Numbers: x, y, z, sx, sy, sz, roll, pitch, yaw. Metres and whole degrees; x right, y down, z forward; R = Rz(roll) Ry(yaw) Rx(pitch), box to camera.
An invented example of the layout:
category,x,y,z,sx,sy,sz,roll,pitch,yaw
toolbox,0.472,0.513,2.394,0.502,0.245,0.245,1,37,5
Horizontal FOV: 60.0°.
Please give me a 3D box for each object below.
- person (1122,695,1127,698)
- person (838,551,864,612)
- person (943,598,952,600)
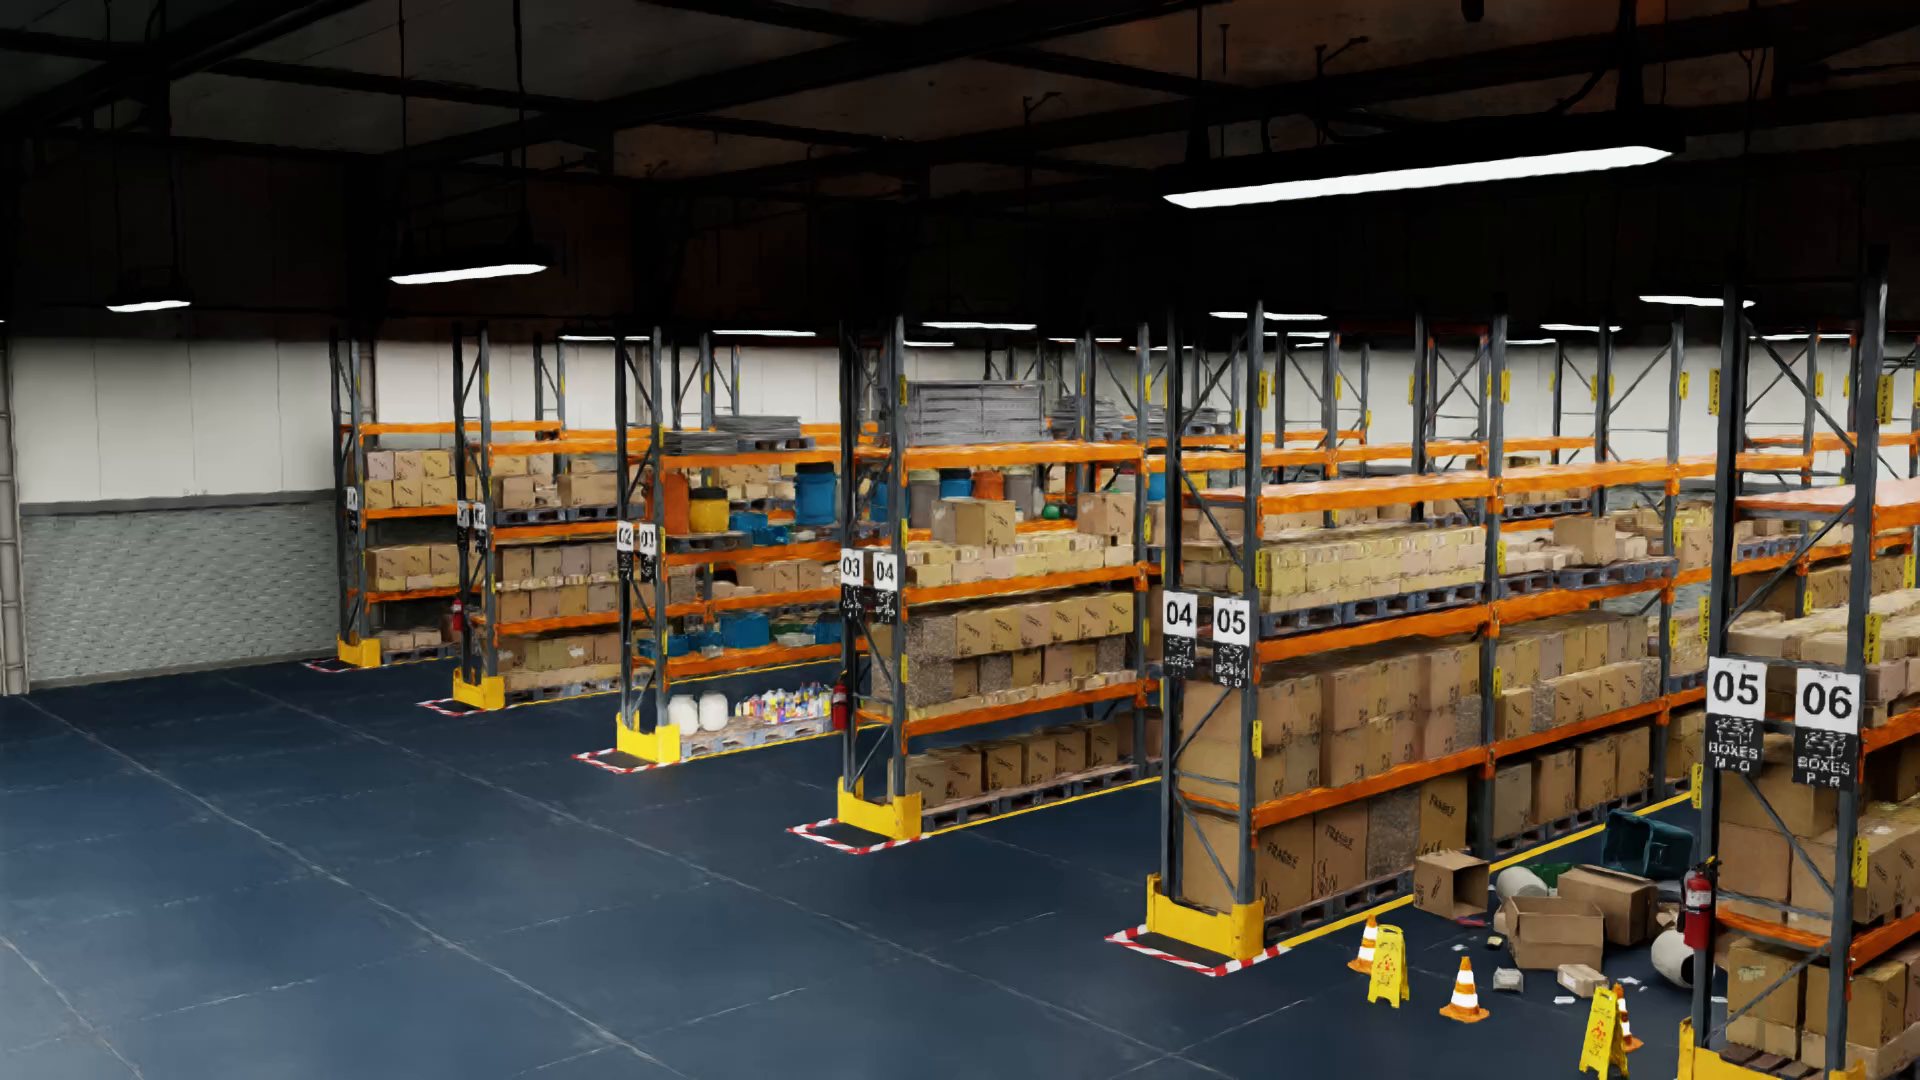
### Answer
category,x,y,z,sx,sy,sz,roll,pitch,yaw
person,2.661,1.717,26.816,0.478,1.580,0.998,5,7,39
person,-2.275,0.985,33.567,1.193,1.698,0.598,-5,7,-40
person,-0.148,1.417,29.283,0.549,1.735,0.702,-5,8,-44
